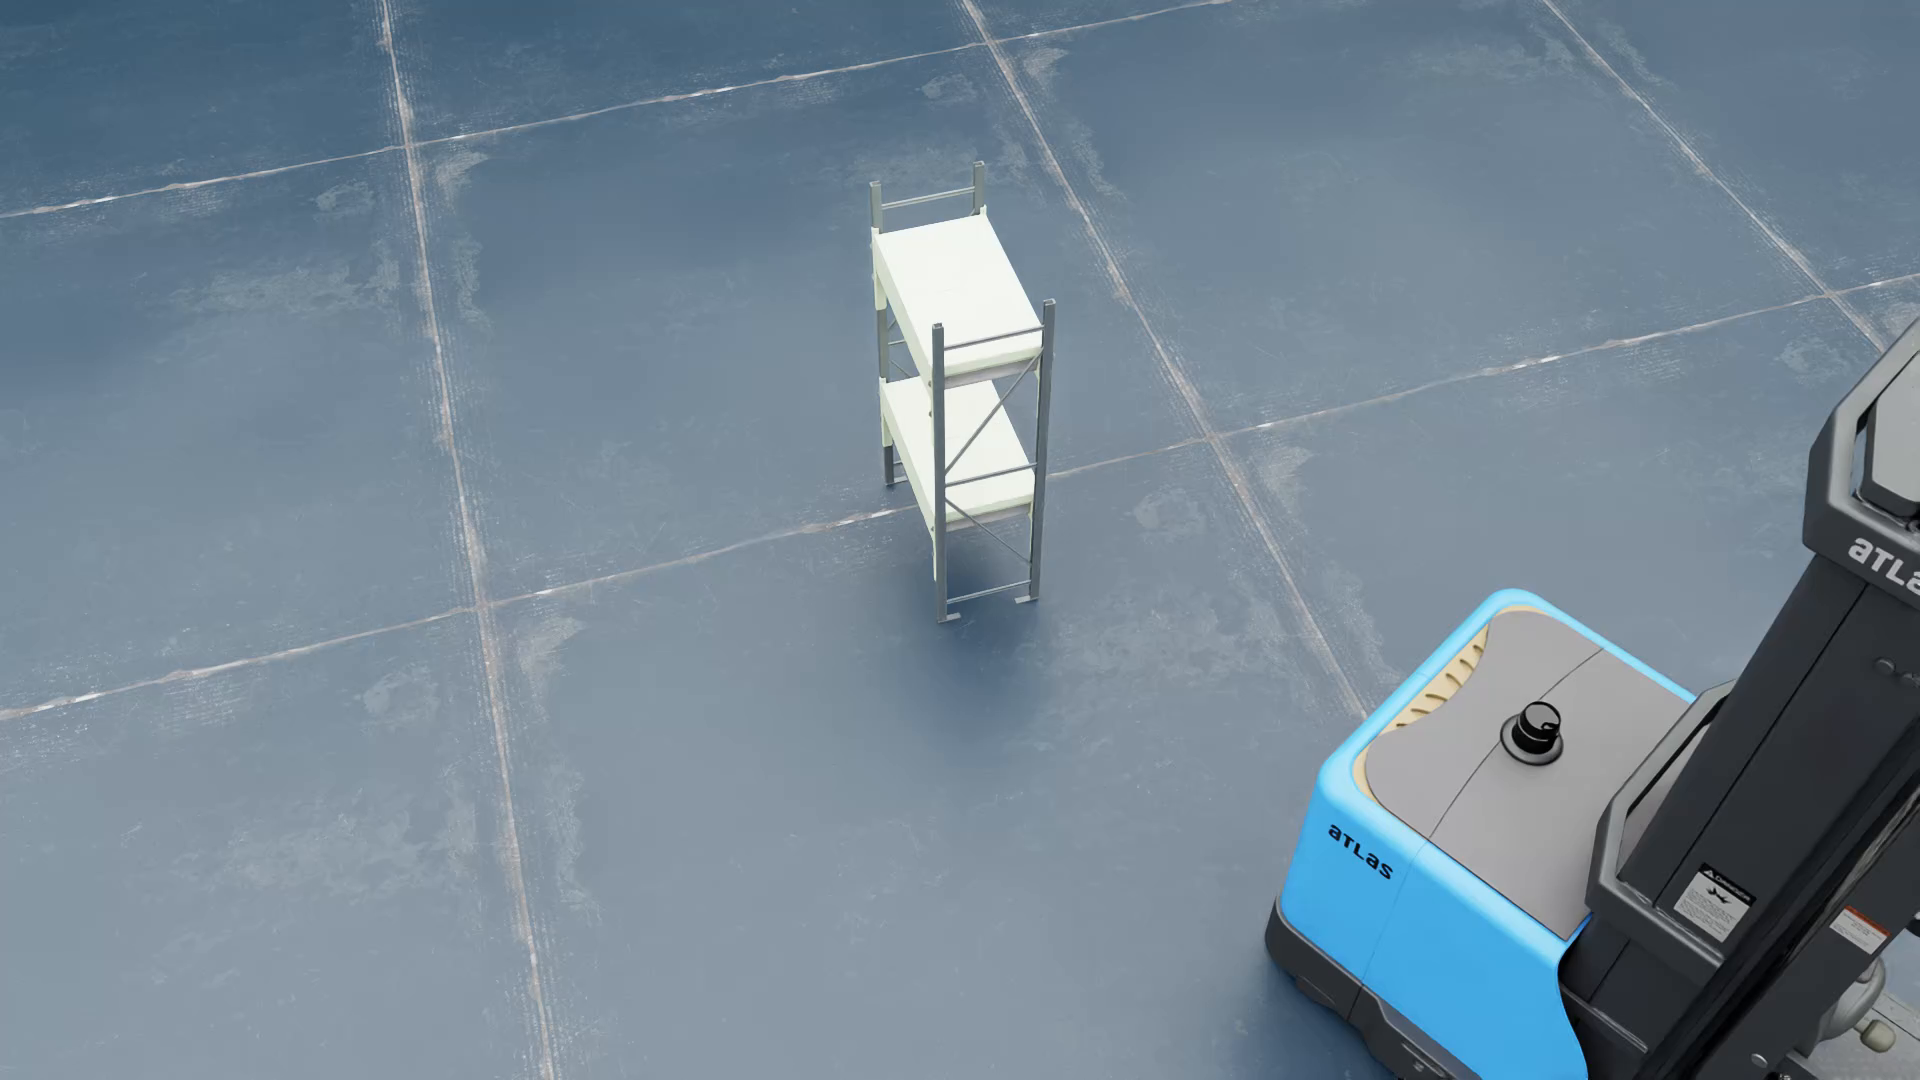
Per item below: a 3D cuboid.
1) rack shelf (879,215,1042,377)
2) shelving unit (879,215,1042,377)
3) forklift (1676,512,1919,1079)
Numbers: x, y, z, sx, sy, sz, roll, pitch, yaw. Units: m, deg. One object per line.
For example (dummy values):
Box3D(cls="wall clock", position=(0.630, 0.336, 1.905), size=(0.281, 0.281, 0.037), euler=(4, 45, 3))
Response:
Box3D(cls="rack shelf", position=(-0.002, -0.826, 5.570), size=(0.368, 0.052, 0.686), euler=(-13, 51, -11))
Box3D(cls="shelving unit", position=(-0.002, -0.826, 5.570), size=(0.368, 0.052, 0.686), euler=(-13, 51, -11))
Box3D(cls="forklift", position=(2.688, 1.220, 3.724), size=(2.170, 2.733, 1.118), euler=(37, 59, 27))
